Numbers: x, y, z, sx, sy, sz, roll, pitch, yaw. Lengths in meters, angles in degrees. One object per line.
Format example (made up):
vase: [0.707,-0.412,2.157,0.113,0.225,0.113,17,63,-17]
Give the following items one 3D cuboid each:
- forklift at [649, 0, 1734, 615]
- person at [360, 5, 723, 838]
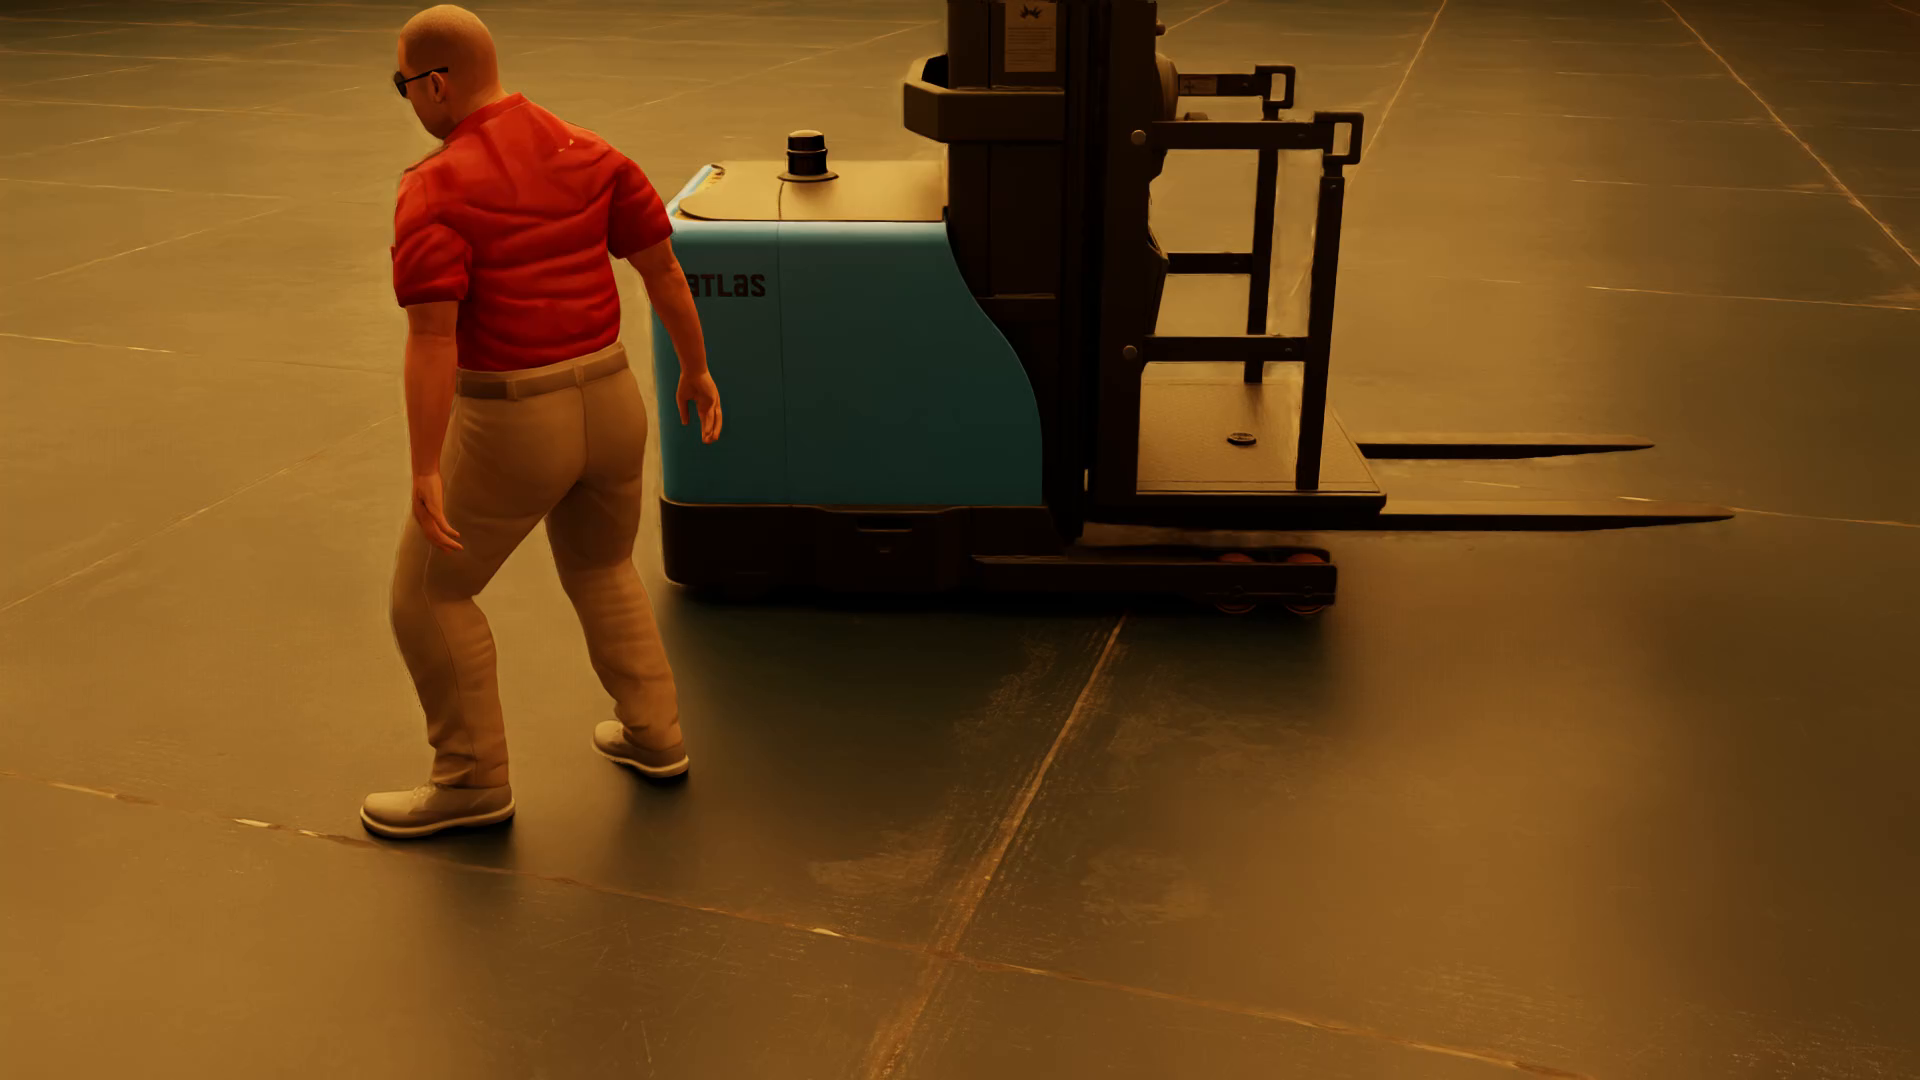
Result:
forklift: [0.683,-1.353,4.556,3.031,2.935,1.130,0,22,1]
person: [-0.892,-0.230,3.491,0.416,1.702,0.876,19,29,38]
